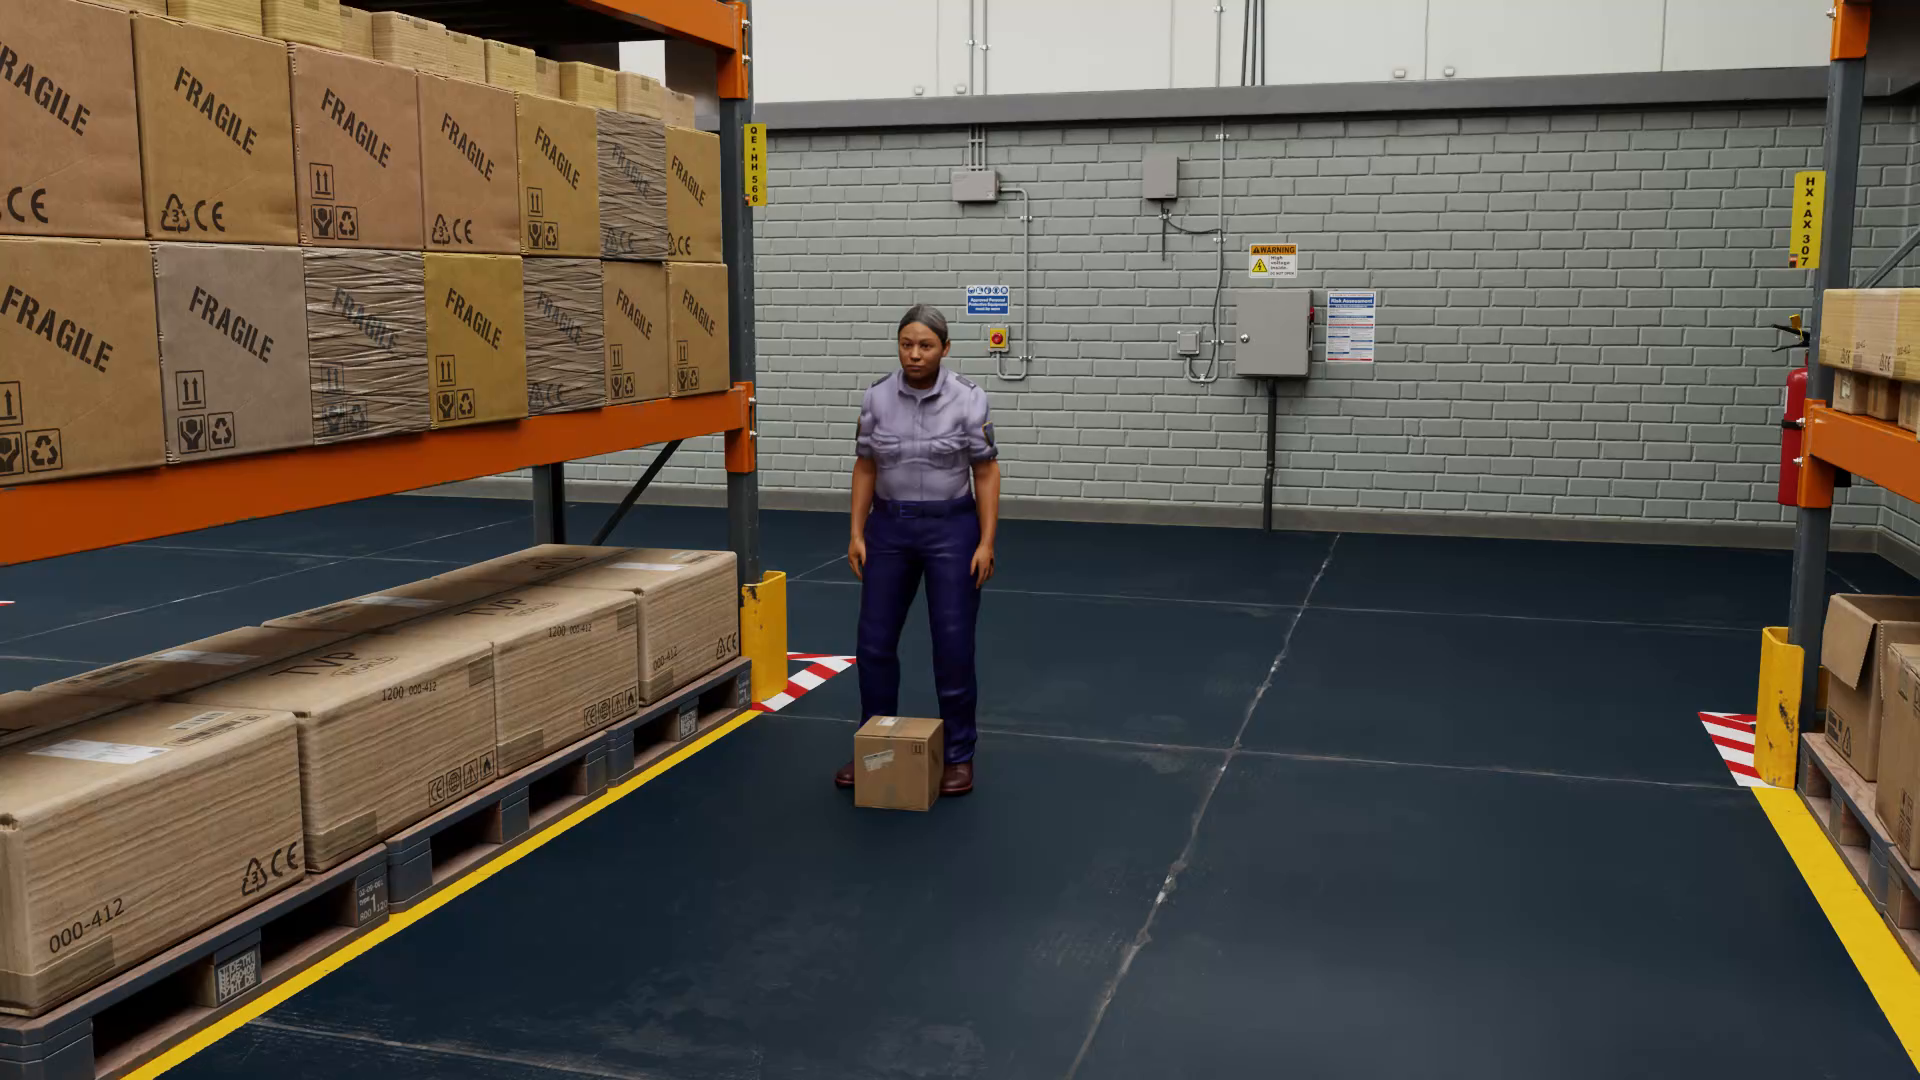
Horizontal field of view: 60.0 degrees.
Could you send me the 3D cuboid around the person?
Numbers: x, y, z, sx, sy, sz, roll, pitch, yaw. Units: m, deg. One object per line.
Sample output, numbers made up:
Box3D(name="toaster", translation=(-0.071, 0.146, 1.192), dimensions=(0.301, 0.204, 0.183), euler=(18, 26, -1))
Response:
Box3D(name="person", translation=(-0.140, 0.026, 5.711), dimensions=(0.549, 1.646, 0.374), euler=(2, 9, 14))
